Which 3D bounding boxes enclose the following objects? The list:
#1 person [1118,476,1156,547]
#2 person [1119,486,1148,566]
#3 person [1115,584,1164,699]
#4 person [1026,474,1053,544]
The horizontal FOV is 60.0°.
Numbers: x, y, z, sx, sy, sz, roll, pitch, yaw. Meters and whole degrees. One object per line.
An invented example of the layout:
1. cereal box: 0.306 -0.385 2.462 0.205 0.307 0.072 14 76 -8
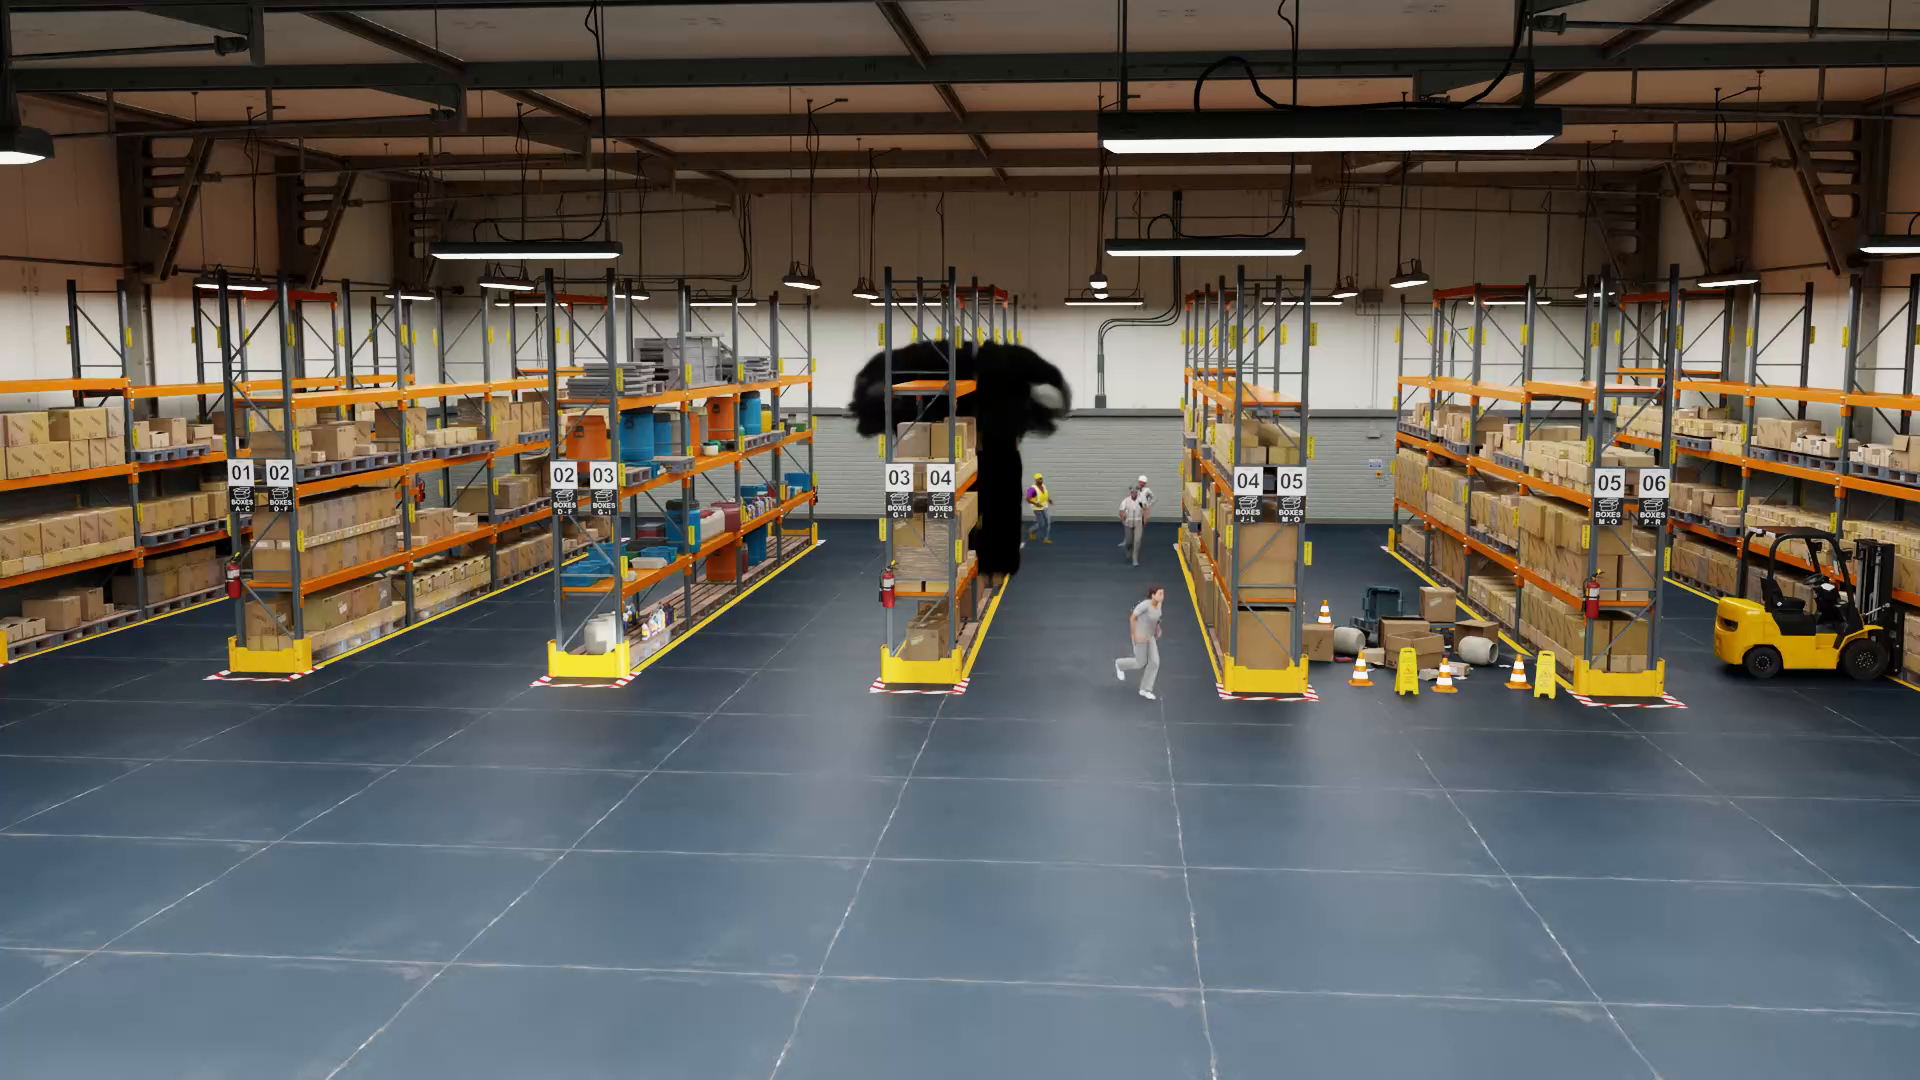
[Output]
1. person: 4.299 -0.696 39.929 0.729 1.705 0.957 6 9 39
2. person: 3.854 -0.346 36.923 0.651 1.760 0.893 0 7 2
3. person: 2.531 1.396 23.421 0.838 1.619 0.563 6 9 42
4. person: 1.909 -0.770 40.571 0.723 1.717 0.747 7 10 44
